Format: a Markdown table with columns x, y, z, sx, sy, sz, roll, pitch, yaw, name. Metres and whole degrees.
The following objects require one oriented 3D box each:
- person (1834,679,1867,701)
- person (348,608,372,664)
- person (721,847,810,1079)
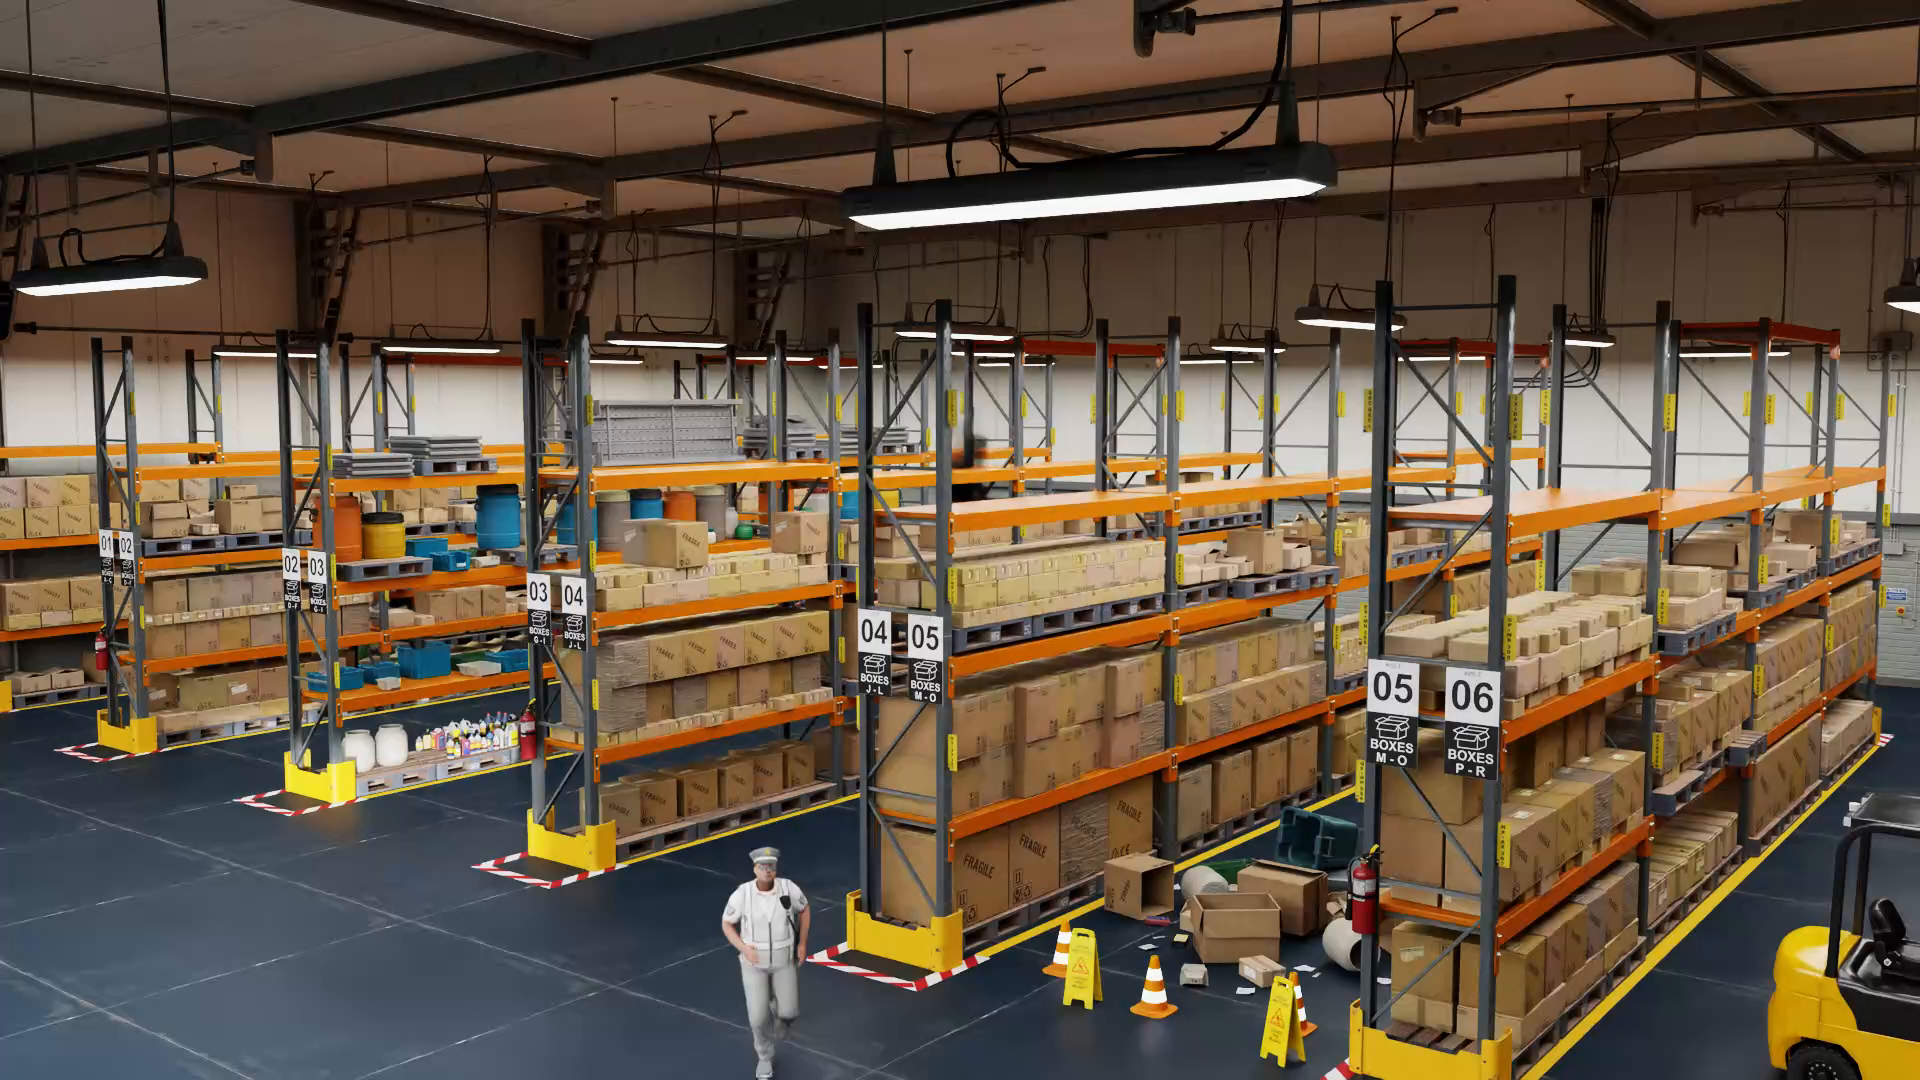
| x | y | z | sx | sy | sz | roll | pitch | yaw | name |
| --- | --- | --- | --- | --- | --- | --- | --- | --- | --- |
| 13.906 | 2.035 | 26.055 | 0.737 | 1.790 | 0.969 | -3 | 6 | -32 | person |
| -10.515 | 1.757 | 29.304 | 0.649 | 1.733 | 0.576 | 3 | 6 | 30 | person |
| -1.470 | 3.204 | 12.736 | 0.697 | 1.741 | 0.601 | -1 | 5 | -15 | person |
